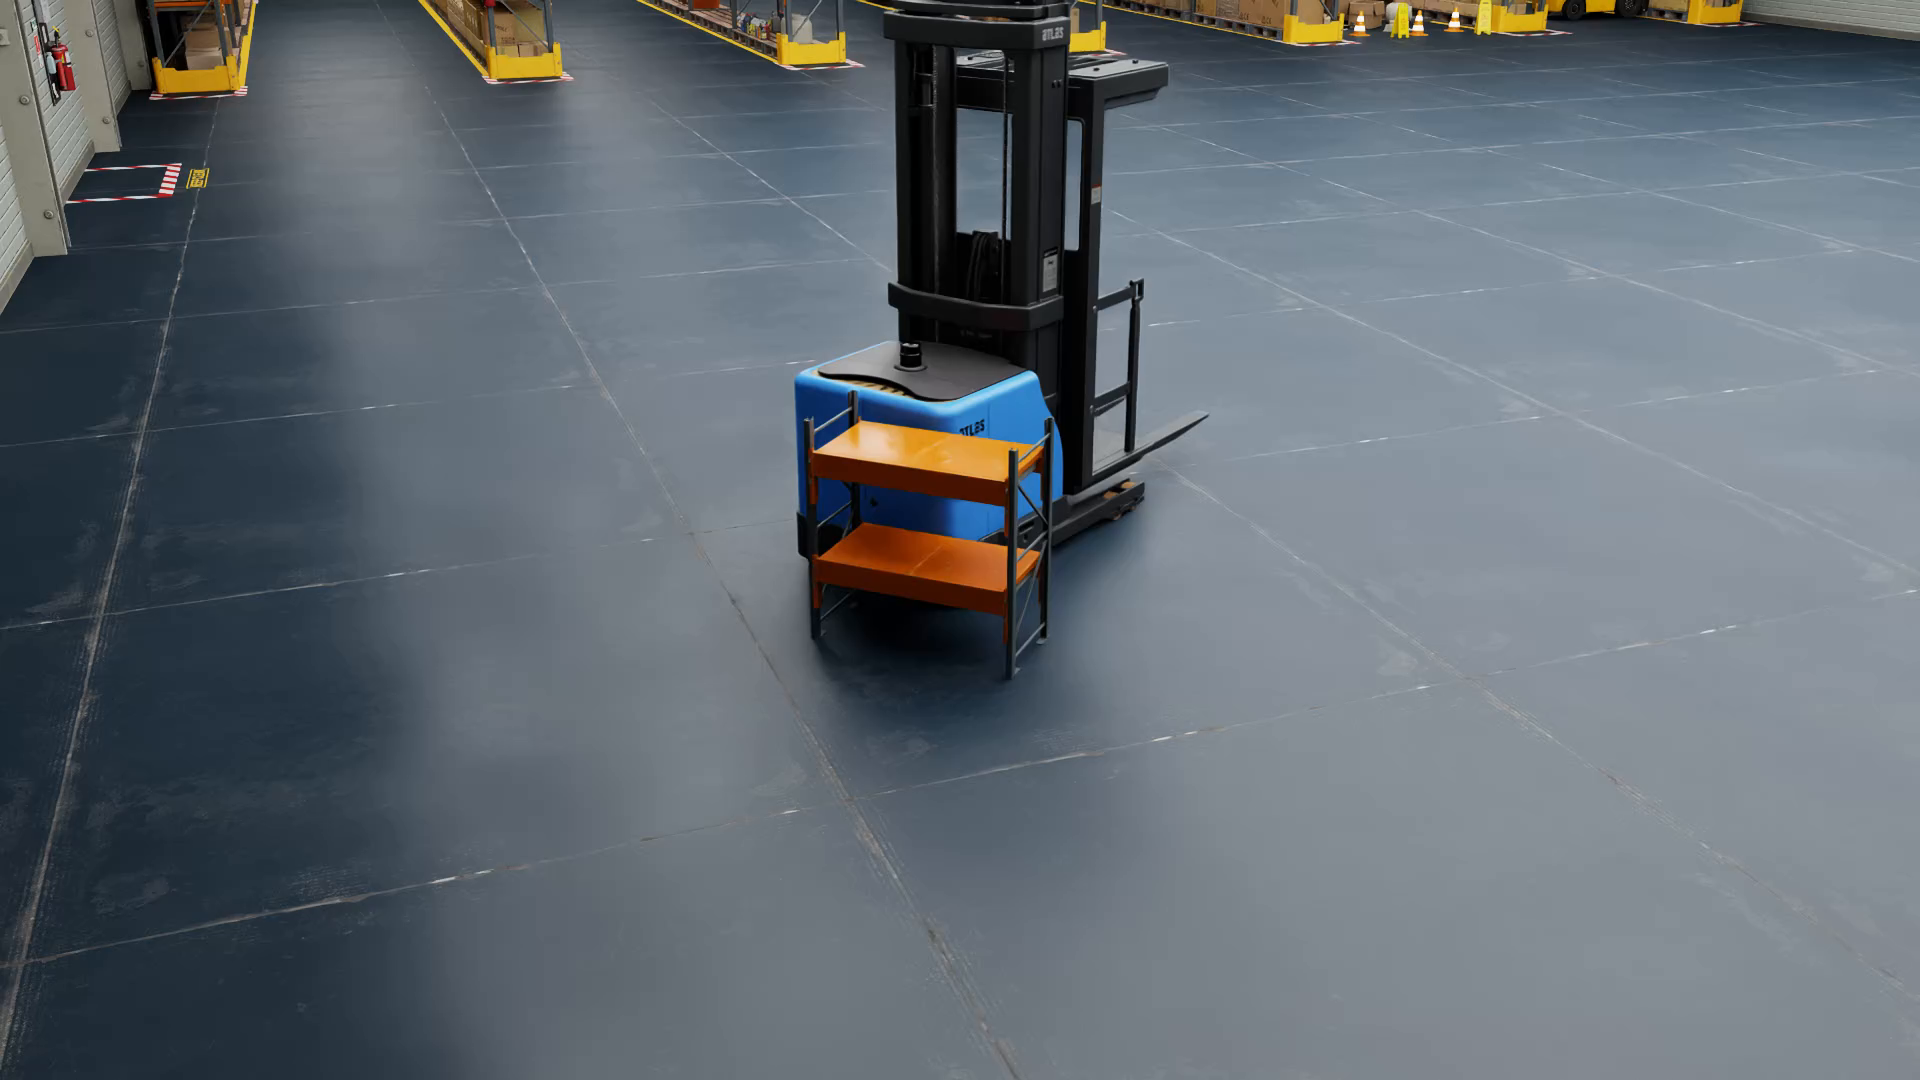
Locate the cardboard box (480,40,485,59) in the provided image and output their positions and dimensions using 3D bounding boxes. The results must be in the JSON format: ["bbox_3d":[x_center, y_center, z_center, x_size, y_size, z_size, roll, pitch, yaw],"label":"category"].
[{"bbox_3d":[-7.804,-8.280,28.032,0.500,0.250,0.500,-8,24,-19],"label":"cardboard box"}]

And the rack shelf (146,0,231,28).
[{"bbox_3d":[-12.490,-8.733,27.035,1.077,0.370,4.000,-8,24,-19],"label":"rack shelf"}]

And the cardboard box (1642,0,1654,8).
[{"bbox_3d":[15.236,-11.838,36.474,0.500,0.250,0.500,-8,24,-18],"label":"cardboard box"}]

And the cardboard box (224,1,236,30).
[{"bbox_3d":[-14.306,-10.041,31.864,0.700,0.500,0.500,-8,24,-18],"label":"cardboard box"}]

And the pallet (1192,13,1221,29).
[{"bbox_3d":[5.577,-10.902,34.845,1.003,0.211,1.213,-8,24,-19],"label":"pallet"}]

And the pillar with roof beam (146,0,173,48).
[{"bbox_3d":[-10.932,-14.009,30.901,9.100,9.000,0.400,-8,24,-19],"label":"pillar with roof beam"}]

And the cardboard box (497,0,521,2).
[{"bbox_3d":[-8.029,-9.423,29.778,0.500,0.500,0.500,-8,24,-19],"label":"cardboard box"}]

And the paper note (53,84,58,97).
[{"bbox_3d":[-9.885,-4.911,18.173,0.016,0.148,0.142,-8,24,-19],"label":"paper note"}]

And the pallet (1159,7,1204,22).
[{"bbox_3d":[5.039,-11.459,36.166,1.003,0.211,1.213,-8,24,-19],"label":"pallet"}]

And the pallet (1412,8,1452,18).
[{"bbox_3d":[10.247,-11.666,36.657,1.003,0.211,1.213,-8,24,-19],"label":"pallet"}]

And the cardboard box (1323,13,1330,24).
[{"bbox_3d":[7.712,-10.842,34.633,0.396,0.266,0.258,-4,23,-10],"label":"cardboard box"}]

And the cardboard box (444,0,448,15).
[{"bbox_3d":[-10.526,-11.284,34.813,0.500,0.500,0.500,-7,24,-17],"label":"cardboard box"}]

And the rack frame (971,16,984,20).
[{"bbox_3d":[0.706,-11.830,33.456,1.000,3.000,0.127,-8,24,-19],"label":"rack frame"}]

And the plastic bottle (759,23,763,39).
[{"bbox_3d":[-3.632,-9.295,30.373,0.061,0.283,0.133,-8,24,-18],"label":"plastic bottle"}]

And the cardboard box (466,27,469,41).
[{"bbox_3d":[-8.683,-9.189,30.189,0.500,0.250,0.500,-8,24,-19],"label":"cardboard box"}]

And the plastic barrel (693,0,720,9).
[{"bbox_3d":[-5.530,-11.973,36.049,0.600,0.830,0.708,-8,24,-19],"label":"plastic barrel"}]

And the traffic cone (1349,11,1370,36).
[{"bbox_3d":[7.936,-10.240,32.948,0.336,0.463,0.334,-8,24,-19],"label":"traffic cone"}]

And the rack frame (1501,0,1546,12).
[{"bbox_3d":[11.390,-11.737,33.234,1.000,3.000,0.127,-8,24,-19],"label":"rack frame"}]

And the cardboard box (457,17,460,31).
[{"bbox_3d":[-9.339,-9.880,31.828,0.500,0.250,0.500,-8,24,-18],"label":"cardboard box"}]

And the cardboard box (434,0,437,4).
[{"bbox_3d":[-11.446,-12.221,37.035,0.500,0.500,0.500,-9,25,-21],"label":"cardboard box"}]

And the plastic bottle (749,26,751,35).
[{"bbox_3d":[-3.886,-9.539,31.057,0.097,0.201,0.097,0,23,0],"label":"plastic bottle"}]

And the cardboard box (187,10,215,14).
[{"bbox_3d":[-13.630,-9.613,29.881,0.500,0.250,0.500,-9,24,-20],"label":"cardboard box"}]

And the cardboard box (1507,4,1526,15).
[{"bbox_3d":[11.364,-10.994,34.472,0.500,0.250,0.500,-9,24,-19],"label":"cardboard box"}]

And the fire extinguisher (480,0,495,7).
[{"bbox_3d":[-7.543,-8.877,26.548,0.296,0.674,0.183,-8,24,-19],"label":"fire extinguisher"}]

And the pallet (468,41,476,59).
[{"bbox_3d":[-8.321,-8.893,30.077,1.003,0.211,1.213,-8,24,-19],"label":"pallet"}]

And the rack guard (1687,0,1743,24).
[{"bbox_3d":[16.041,-11.258,35.318,1.175,0.500,0.348,-8,24,-19],"label":"rack guard"}]

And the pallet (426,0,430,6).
[{"bbox_3d":[-12.066,-12.788,39.319,1.003,0.211,1.213,-8,24,-19],"label":"pallet"}]

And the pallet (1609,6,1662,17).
[{"bbox_3d":[15.296,-11.849,37.090,1.003,0.211,1.213,-8,24,-19],"label":"pallet"}]

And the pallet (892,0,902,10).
[{"bbox_3d":[-0.915,-12.296,38.151,1.003,0.211,1.213,-8,24,-19],"label":"pallet"}]

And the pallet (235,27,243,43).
[{"bbox_3d":[-14.335,-9.676,31.935,1.003,0.211,1.213,-8,24,-19],"label":"pallet"}]

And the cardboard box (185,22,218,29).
[{"bbox_3d":[-12.792,-8.471,28.137,0.500,0.500,0.500,-10,25,-23],"label":"cardboard box"}]

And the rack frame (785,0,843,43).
[{"bbox_3d":[-2.515,-9.697,28.396,1.000,3.000,0.127,-8,24,-19],"label":"rack frame"}]

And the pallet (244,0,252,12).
[{"bbox_3d":[-16.652,-12.144,37.792,1.003,0.211,1.213,-8,24,-19],"label":"pallet"}]

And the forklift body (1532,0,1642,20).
[{"bbox_3d":[13.656,-12.467,36.059,2.313,2.155,1.214,-8,24,-19],"label":"forklift body"}]

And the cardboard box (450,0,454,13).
[{"bbox_3d":[-9.694,-10.505,32.589,0.500,0.311,0.500,-9,24,-20],"label":"cardboard box"}]

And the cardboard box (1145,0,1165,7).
[{"bbox_3d":[4.741,-12.195,36.678,1.050,0.750,0.750,-8,24,-19],"label":"cardboard box"}]

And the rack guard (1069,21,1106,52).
[{"bbox_3d":[2.092,-9.253,30.559,1.175,0.500,0.348,-8,24,-19],"label":"rack guard"}]

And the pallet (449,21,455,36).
[{"bbox_3d":[-9.722,-10.336,33.502,1.003,0.211,1.213,-8,24,-19],"label":"pallet"}]

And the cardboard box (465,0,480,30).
[{"bbox_3d":[-8.508,-9.352,29.612,0.500,0.500,0.500,-8,24,-19],"label":"cardboard box"}]

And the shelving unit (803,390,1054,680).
[{"bbox_3d":[-0.143,-0.041,7.896,1.048,1.125,0.538,10,25,21],"label":"shelving unit"}]

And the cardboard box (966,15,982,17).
[{"bbox_3d":[0.509,-11.107,34.393,0.700,0.500,0.500,-10,25,-23],"label":"cardboard box"}]

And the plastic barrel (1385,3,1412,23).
[{"bbox_3d":[9.244,-11.092,35.022,0.512,0.421,0.421,8,24,18],"label":"plastic barrel"}]

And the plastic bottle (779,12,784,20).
[{"bbox_3d":[-3.363,-9.869,31.646,0.144,0.351,0.185,-10,25,-22],"label":"plastic bottle"}]

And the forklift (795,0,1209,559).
[{"bbox_3d":[0.418,-1.564,9.187,1.130,2.935,3.031,16,28,33],"label":"forklift"}]

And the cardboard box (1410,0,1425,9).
[{"bbox_3d":[10.132,-11.673,36.082,0.500,0.250,0.500,-7,24,-16],"label":"cardboard box"}]

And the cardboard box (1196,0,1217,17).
[{"bbox_3d":[5.538,-11.450,34.750,0.875,0.875,0.875,-8,24,-18],"label":"cardboard box"}]
